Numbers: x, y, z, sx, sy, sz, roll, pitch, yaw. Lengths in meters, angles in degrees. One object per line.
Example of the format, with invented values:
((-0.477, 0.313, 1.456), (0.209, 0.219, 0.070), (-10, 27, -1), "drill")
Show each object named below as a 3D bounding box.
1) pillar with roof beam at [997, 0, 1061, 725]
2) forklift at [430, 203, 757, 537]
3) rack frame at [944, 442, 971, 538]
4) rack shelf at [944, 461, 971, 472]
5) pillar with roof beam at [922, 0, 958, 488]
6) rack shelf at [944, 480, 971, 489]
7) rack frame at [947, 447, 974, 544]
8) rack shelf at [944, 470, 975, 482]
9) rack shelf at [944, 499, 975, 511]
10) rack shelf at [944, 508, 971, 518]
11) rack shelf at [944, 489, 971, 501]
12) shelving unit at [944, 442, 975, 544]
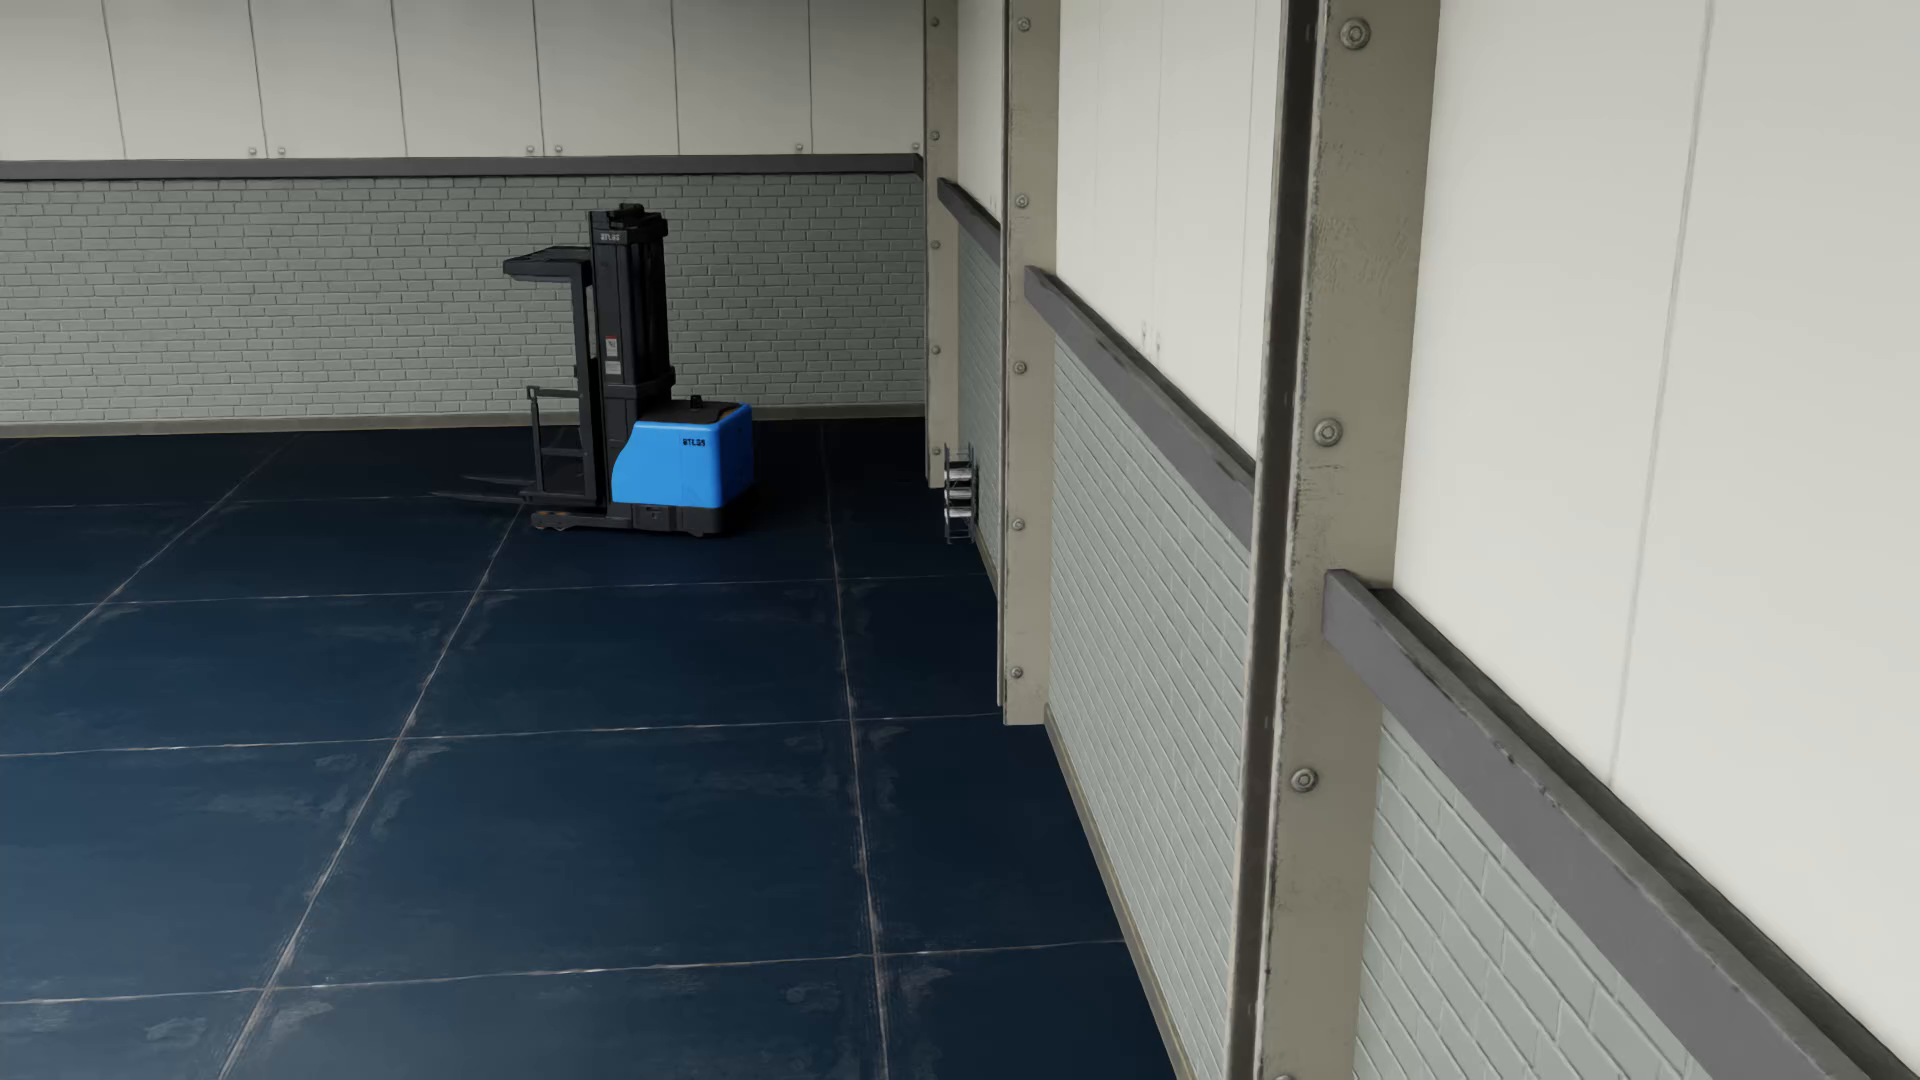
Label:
((-3.849, -2.970, 9.685), (9.100, 9.000, 0.400), (-2, 18, -6), "pillar with roof beam")
((-3.535, -1.635, 15.565), (3.031, 2.935, 1.130), (4, 18, 12), "forklift")
((-0.020, -0.457, 15.201), (0.240, 0.900, 0.006), (-2, 18, -6), "rack frame")
((-0.009, -0.652, 15.034), (0.258, 0.077, 0.200), (-2, 18, -6), "rack shelf")
((-4.468, -4.757, 15.379), (9.100, 9.000, 0.400), (-2, 18, -6), "pillar with roof beam")
((-0.009, -0.481, 15.088), (0.258, 0.077, 0.200), (-2, 18, -6), "rack shelf")
((0.003, -0.396, 15.009), (0.240, 0.900, 0.006), (-2, 18, -6), "rack frame")
((-0.009, -0.566, 15.061), (0.258, 0.077, 0.200), (-2, 18, -6), "rack shelf")
((-0.008, -0.309, 15.142), (0.258, 0.077, 0.200), (-2, 18, -6), "rack shelf")
((-0.008, -0.223, 15.169), (0.258, 0.077, 0.200), (-2, 18, -6), "rack shelf")
((-0.008, -0.395, 15.115), (0.258, 0.077, 0.200), (-2, 18, -6), "rack shelf")
((-0.008, -0.427, 15.105), (0.258, 0.900, 0.210), (-2, 18, -6), "shelving unit")
